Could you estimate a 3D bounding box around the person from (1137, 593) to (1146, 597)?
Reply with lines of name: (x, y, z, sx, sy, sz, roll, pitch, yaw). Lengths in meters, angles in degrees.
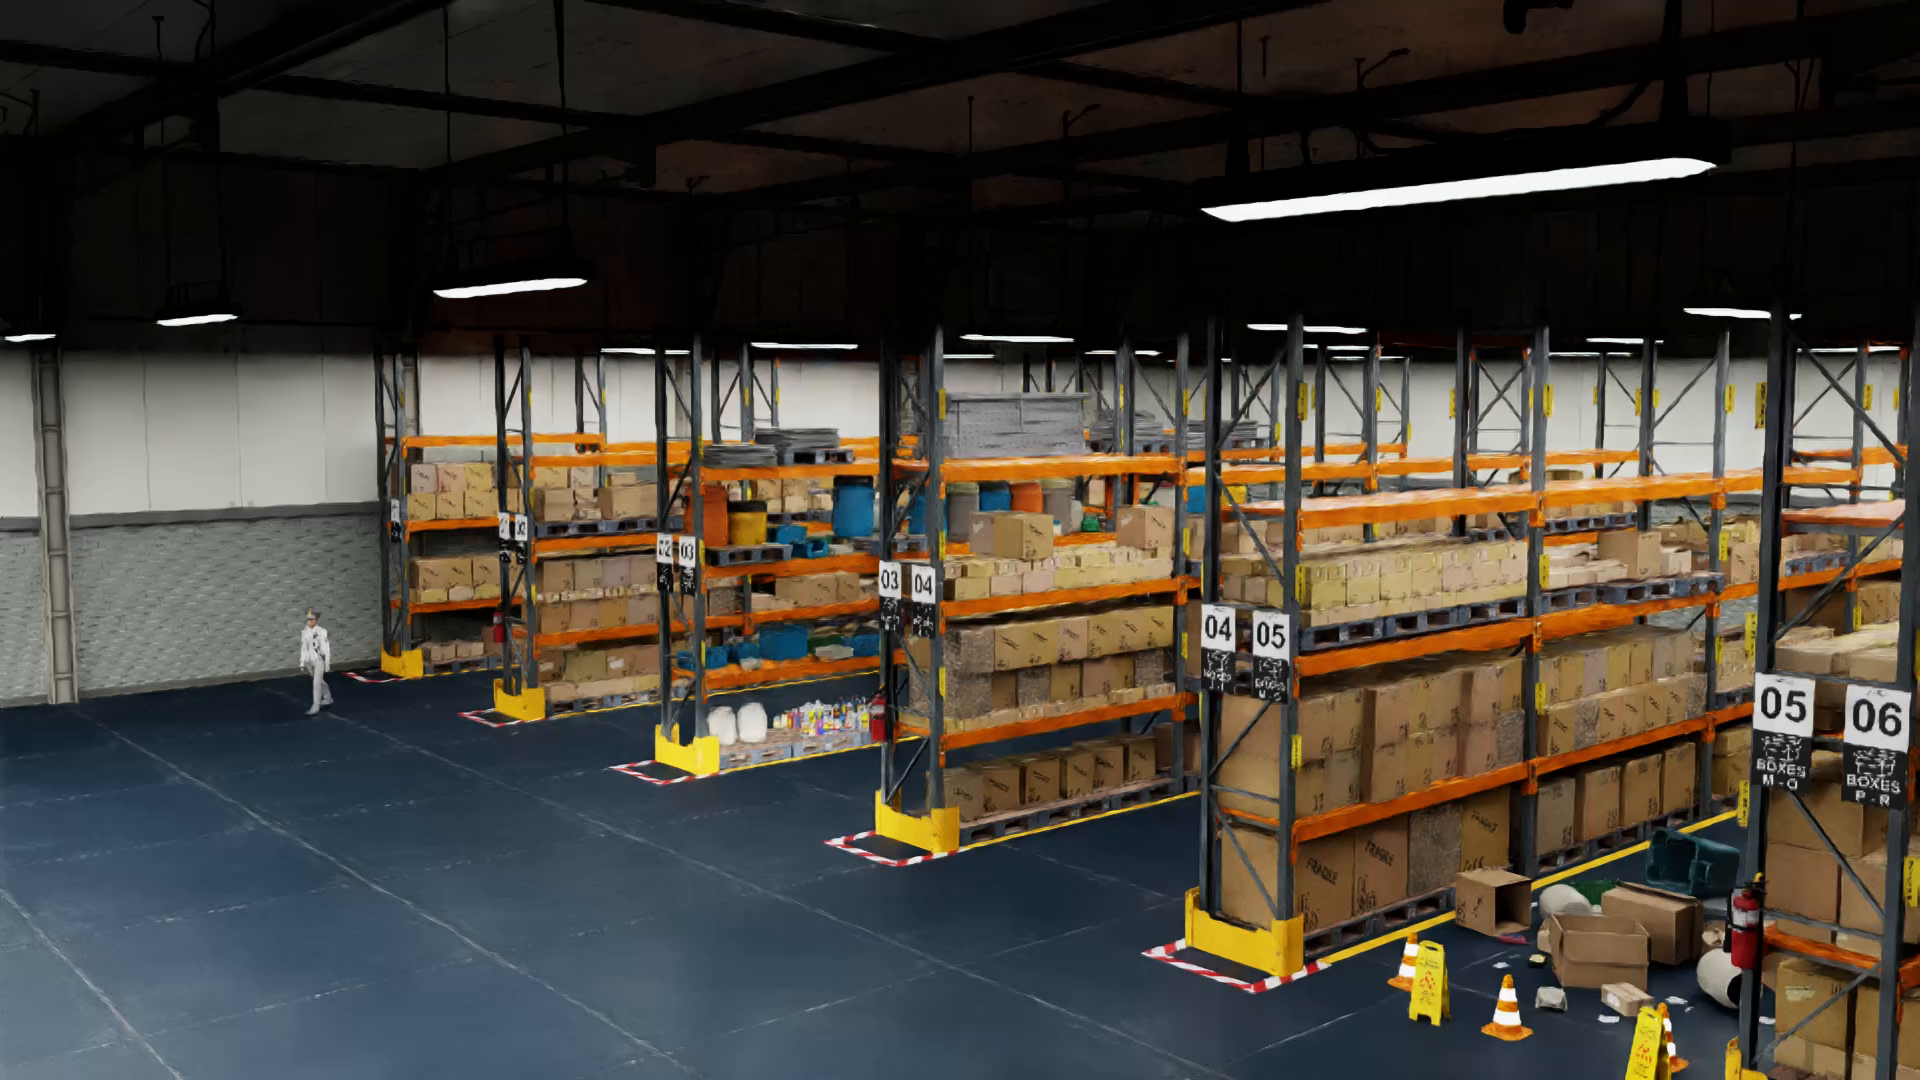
person: (4.235, 0.837, 38.291, 0.608, 1.664, 0.371, -4, 7, -40)

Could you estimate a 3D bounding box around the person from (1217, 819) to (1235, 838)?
person: (3.365, 2.618, 18.998, 0.980, 1.609, 0.482, -3, 6, -31)

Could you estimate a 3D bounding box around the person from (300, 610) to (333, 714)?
person: (-10.303, 1.922, 26.567, 0.539, 1.642, 0.912, 2, 6, 22)
